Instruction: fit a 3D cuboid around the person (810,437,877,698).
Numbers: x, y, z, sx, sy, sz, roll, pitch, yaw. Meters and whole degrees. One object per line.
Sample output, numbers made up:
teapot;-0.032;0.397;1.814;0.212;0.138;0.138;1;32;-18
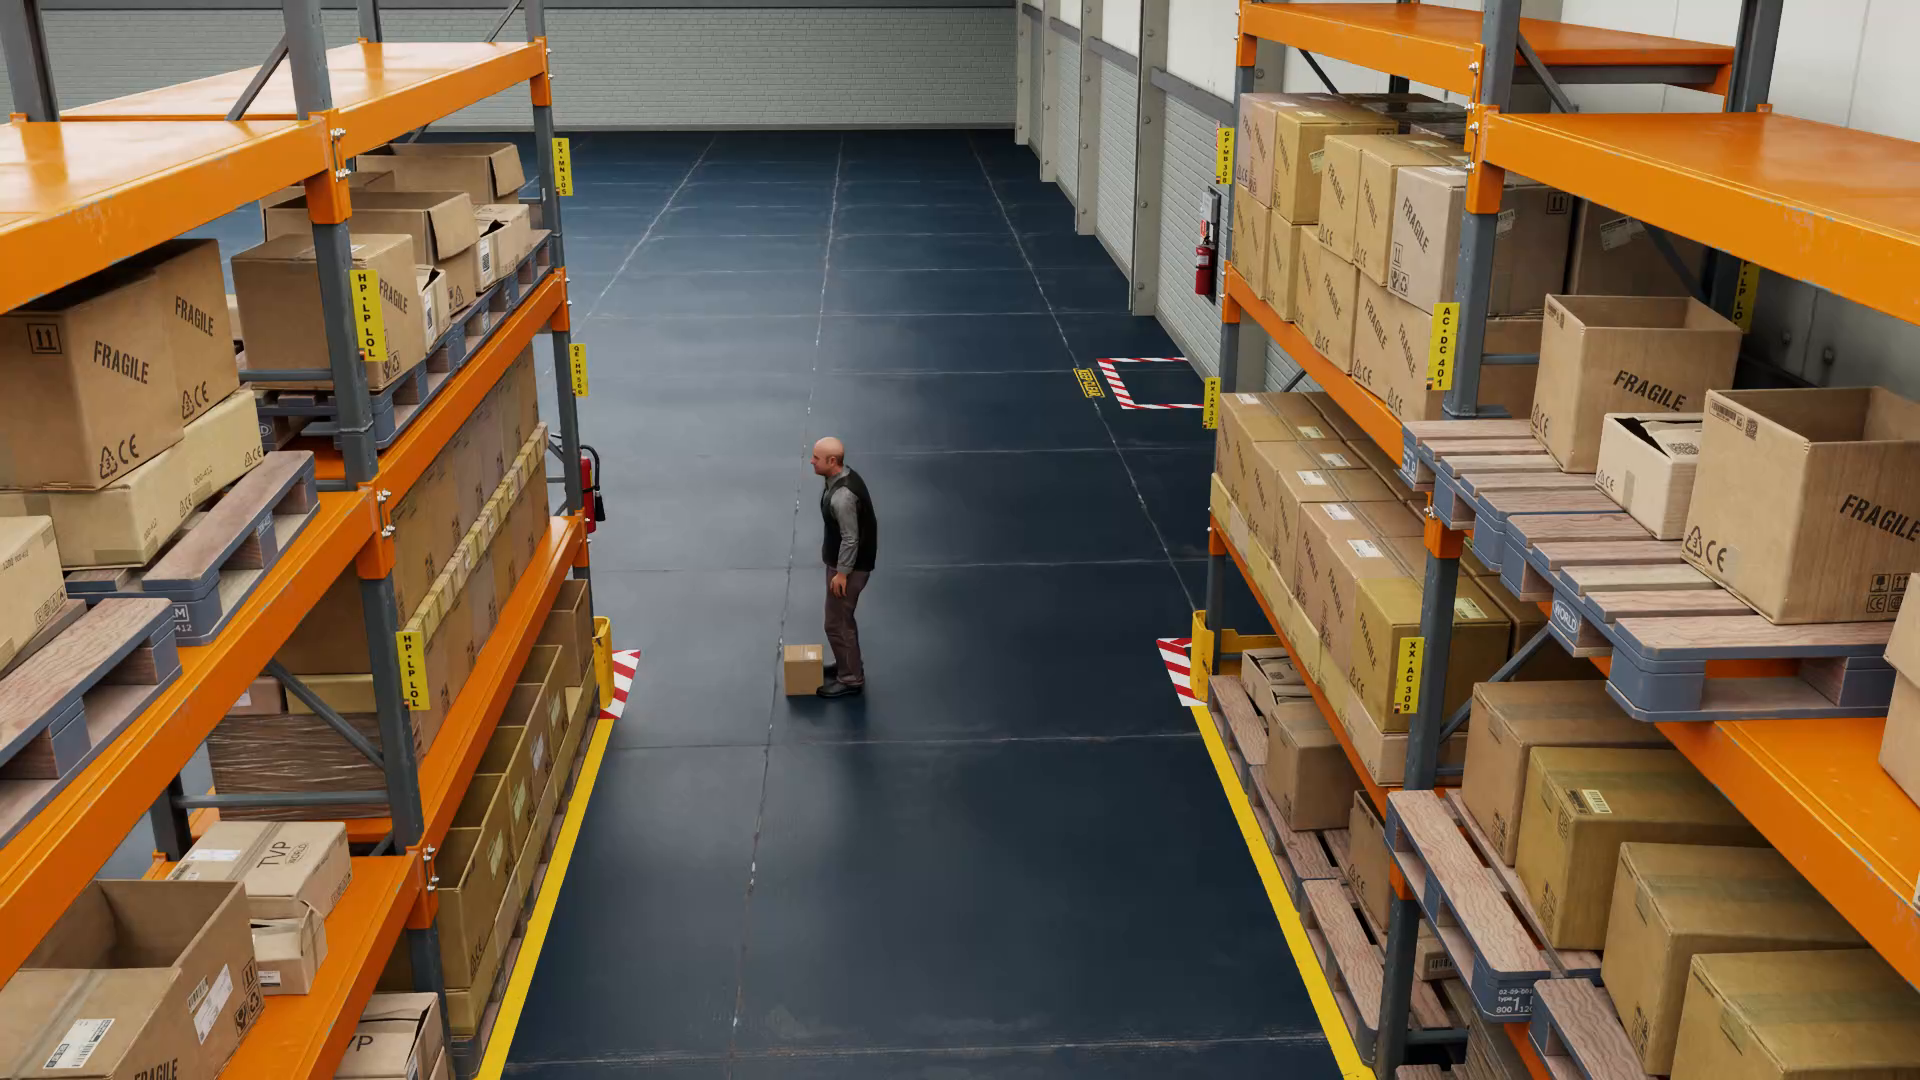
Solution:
person;-0.743;0.157;10.685;0.424;1.720;0.593;-2;20;-6
